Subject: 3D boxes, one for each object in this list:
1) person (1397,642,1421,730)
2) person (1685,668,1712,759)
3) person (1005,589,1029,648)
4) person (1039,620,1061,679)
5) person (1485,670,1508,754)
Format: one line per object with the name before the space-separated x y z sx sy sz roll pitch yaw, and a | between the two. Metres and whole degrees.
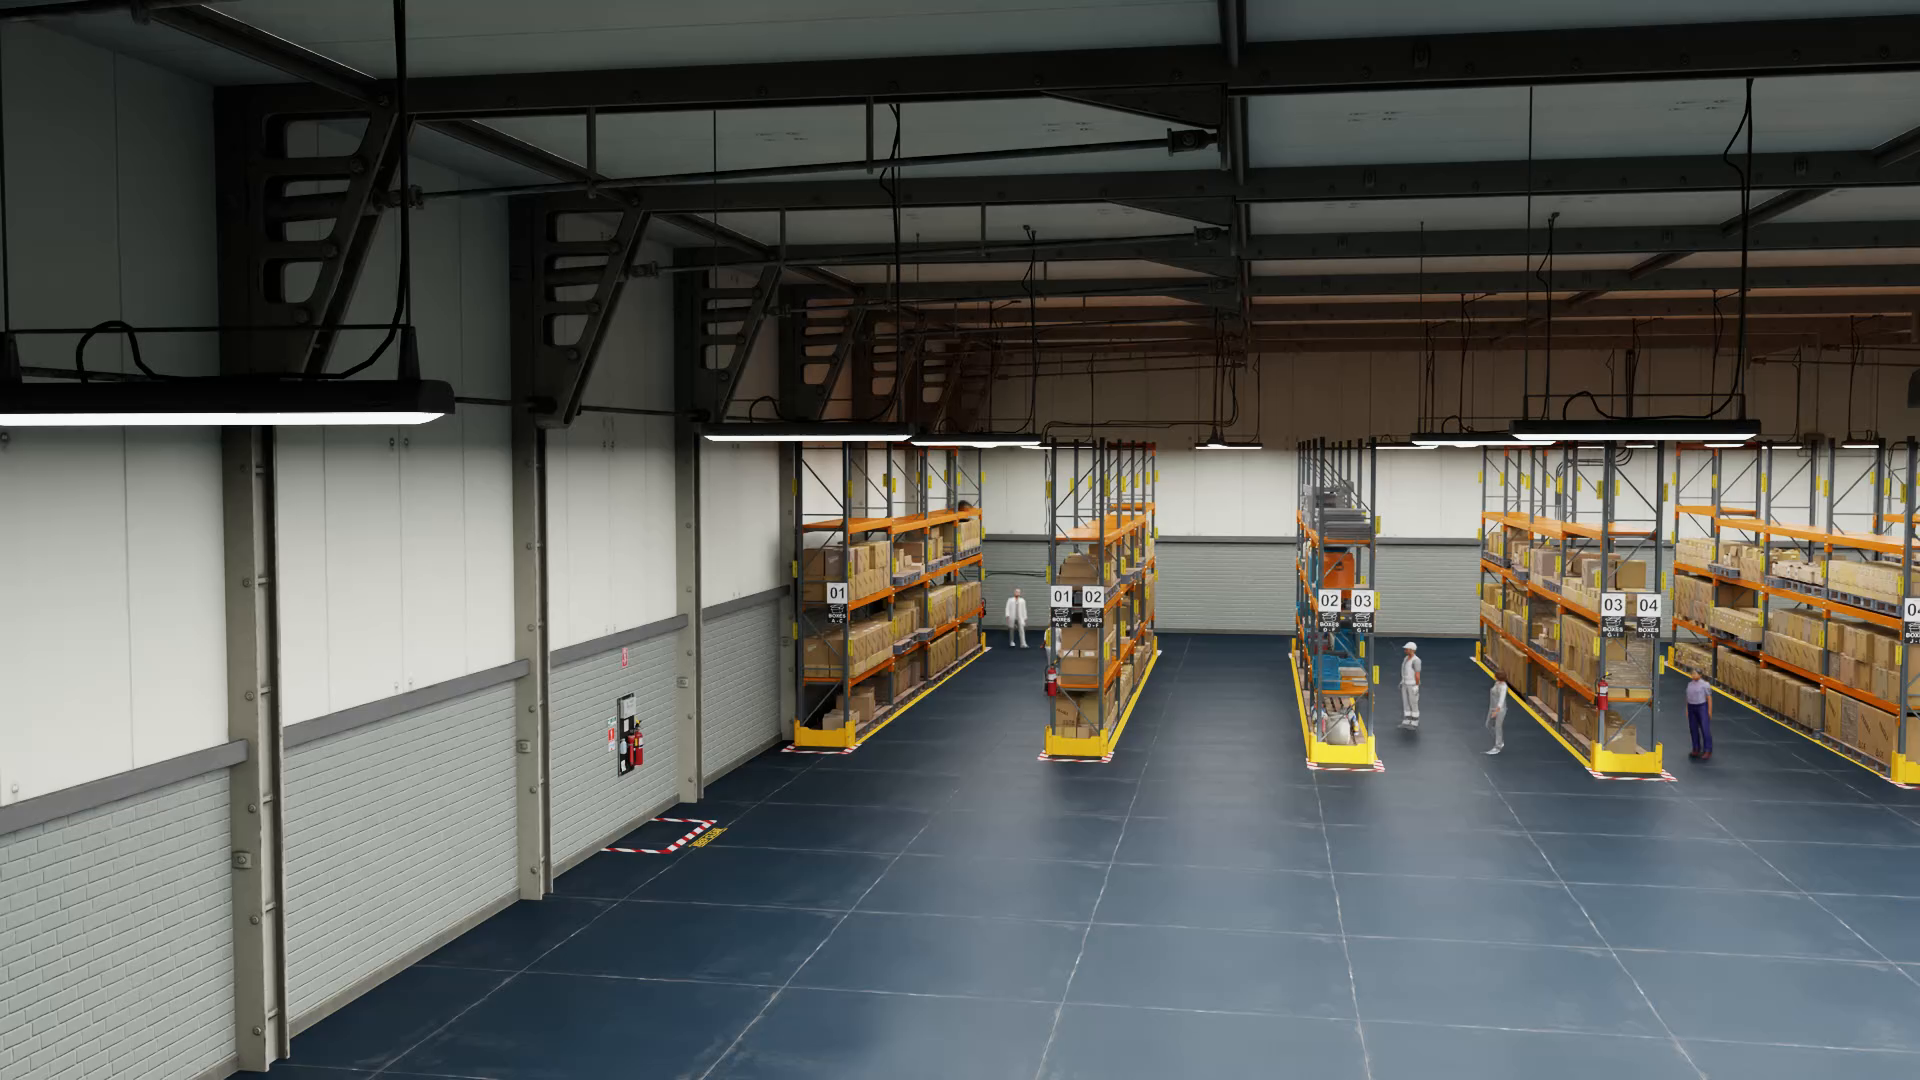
person | 9.253 3.001 34.260 0.417 1.798 0.555 -1 3 -18
person | 13.905 3.243 31.304 0.434 1.662 0.611 -2 3 -29
person | 1.653 2.283 48.411 0.690 1.695 1.143 -1 3 -12
person | 2.301 2.784 41.015 0.568 1.729 0.628 -1 3 -25
person | 10.184 3.257 31.578 0.419 1.609 0.488 -1 3 -12
